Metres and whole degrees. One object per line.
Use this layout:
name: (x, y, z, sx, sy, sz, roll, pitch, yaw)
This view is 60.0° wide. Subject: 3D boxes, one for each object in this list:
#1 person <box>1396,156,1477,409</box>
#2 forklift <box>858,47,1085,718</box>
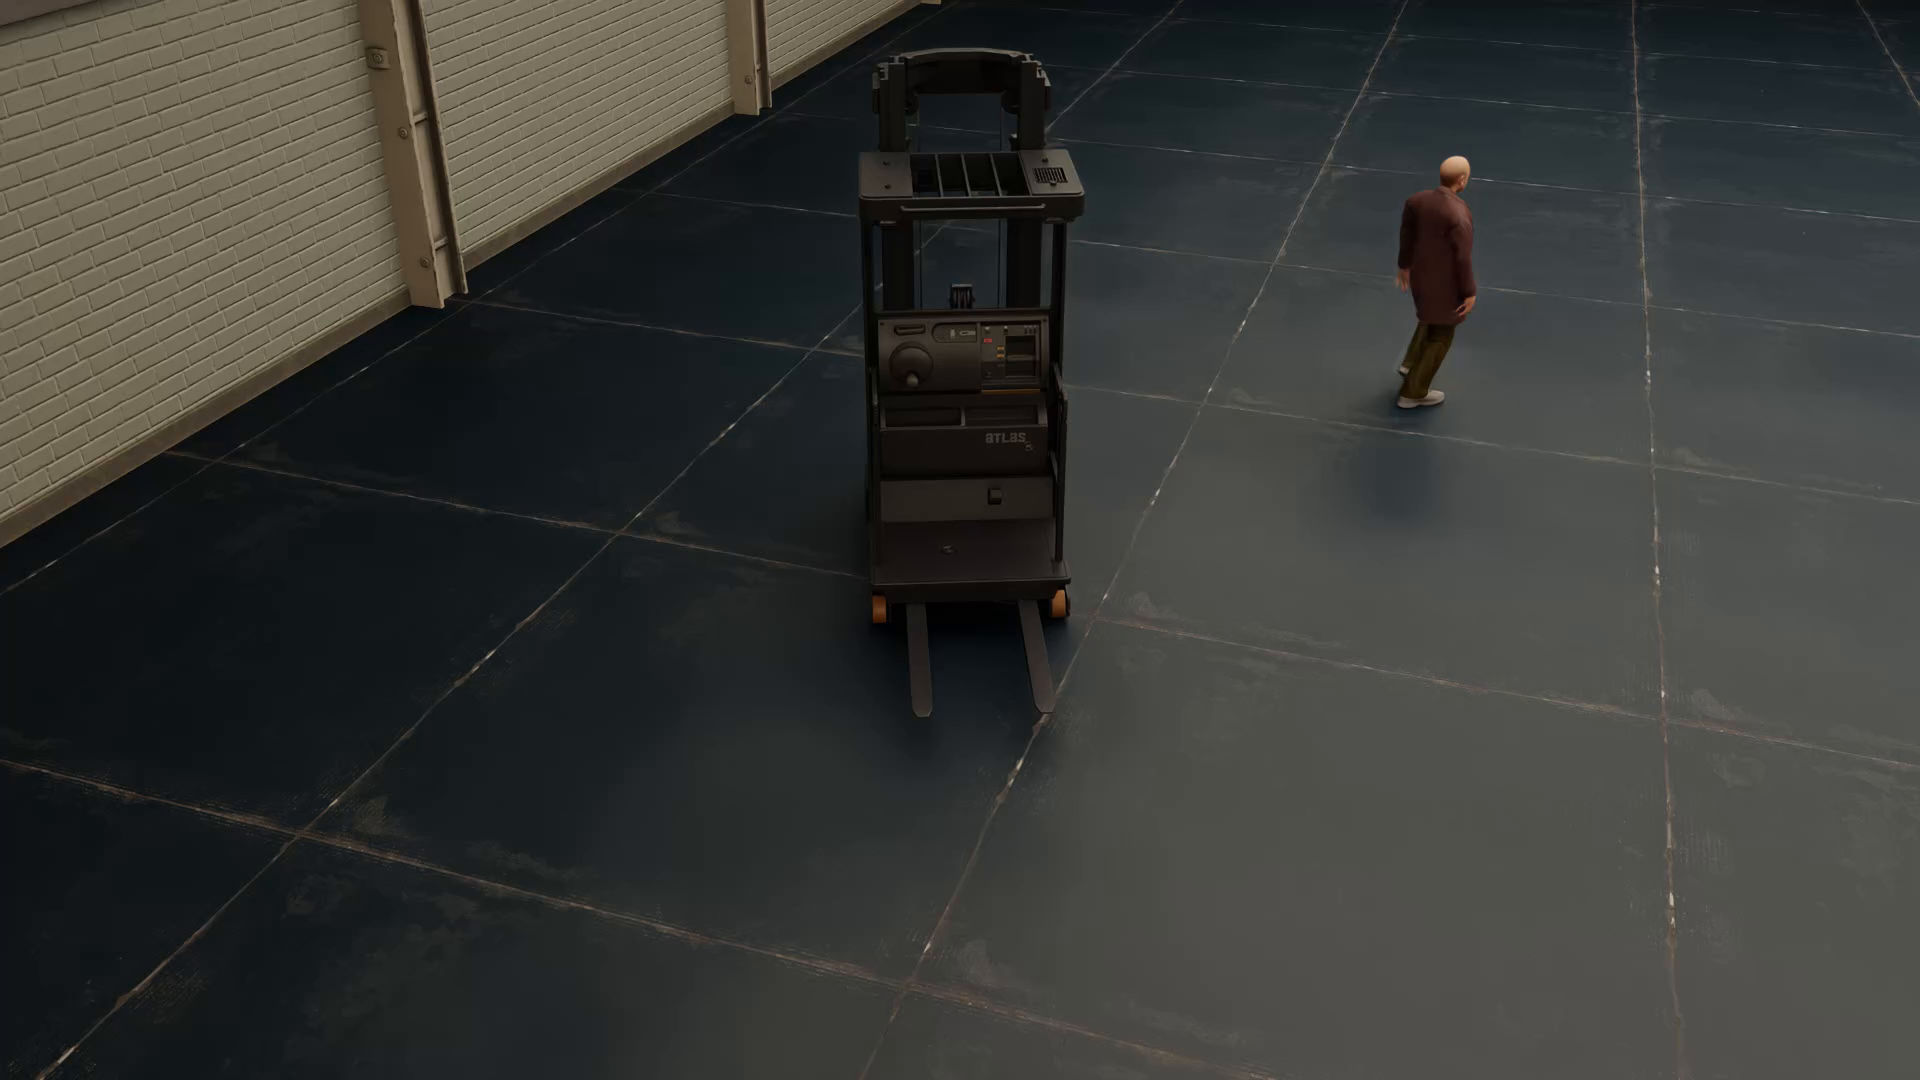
person: (3.299, -1.761, 11.464, 0.533, 1.809, 0.708, -14, 32, -23)
forklift: (0.035, -0.972, 8.842, 1.130, 2.935, 3.031, -2, 30, -3)
